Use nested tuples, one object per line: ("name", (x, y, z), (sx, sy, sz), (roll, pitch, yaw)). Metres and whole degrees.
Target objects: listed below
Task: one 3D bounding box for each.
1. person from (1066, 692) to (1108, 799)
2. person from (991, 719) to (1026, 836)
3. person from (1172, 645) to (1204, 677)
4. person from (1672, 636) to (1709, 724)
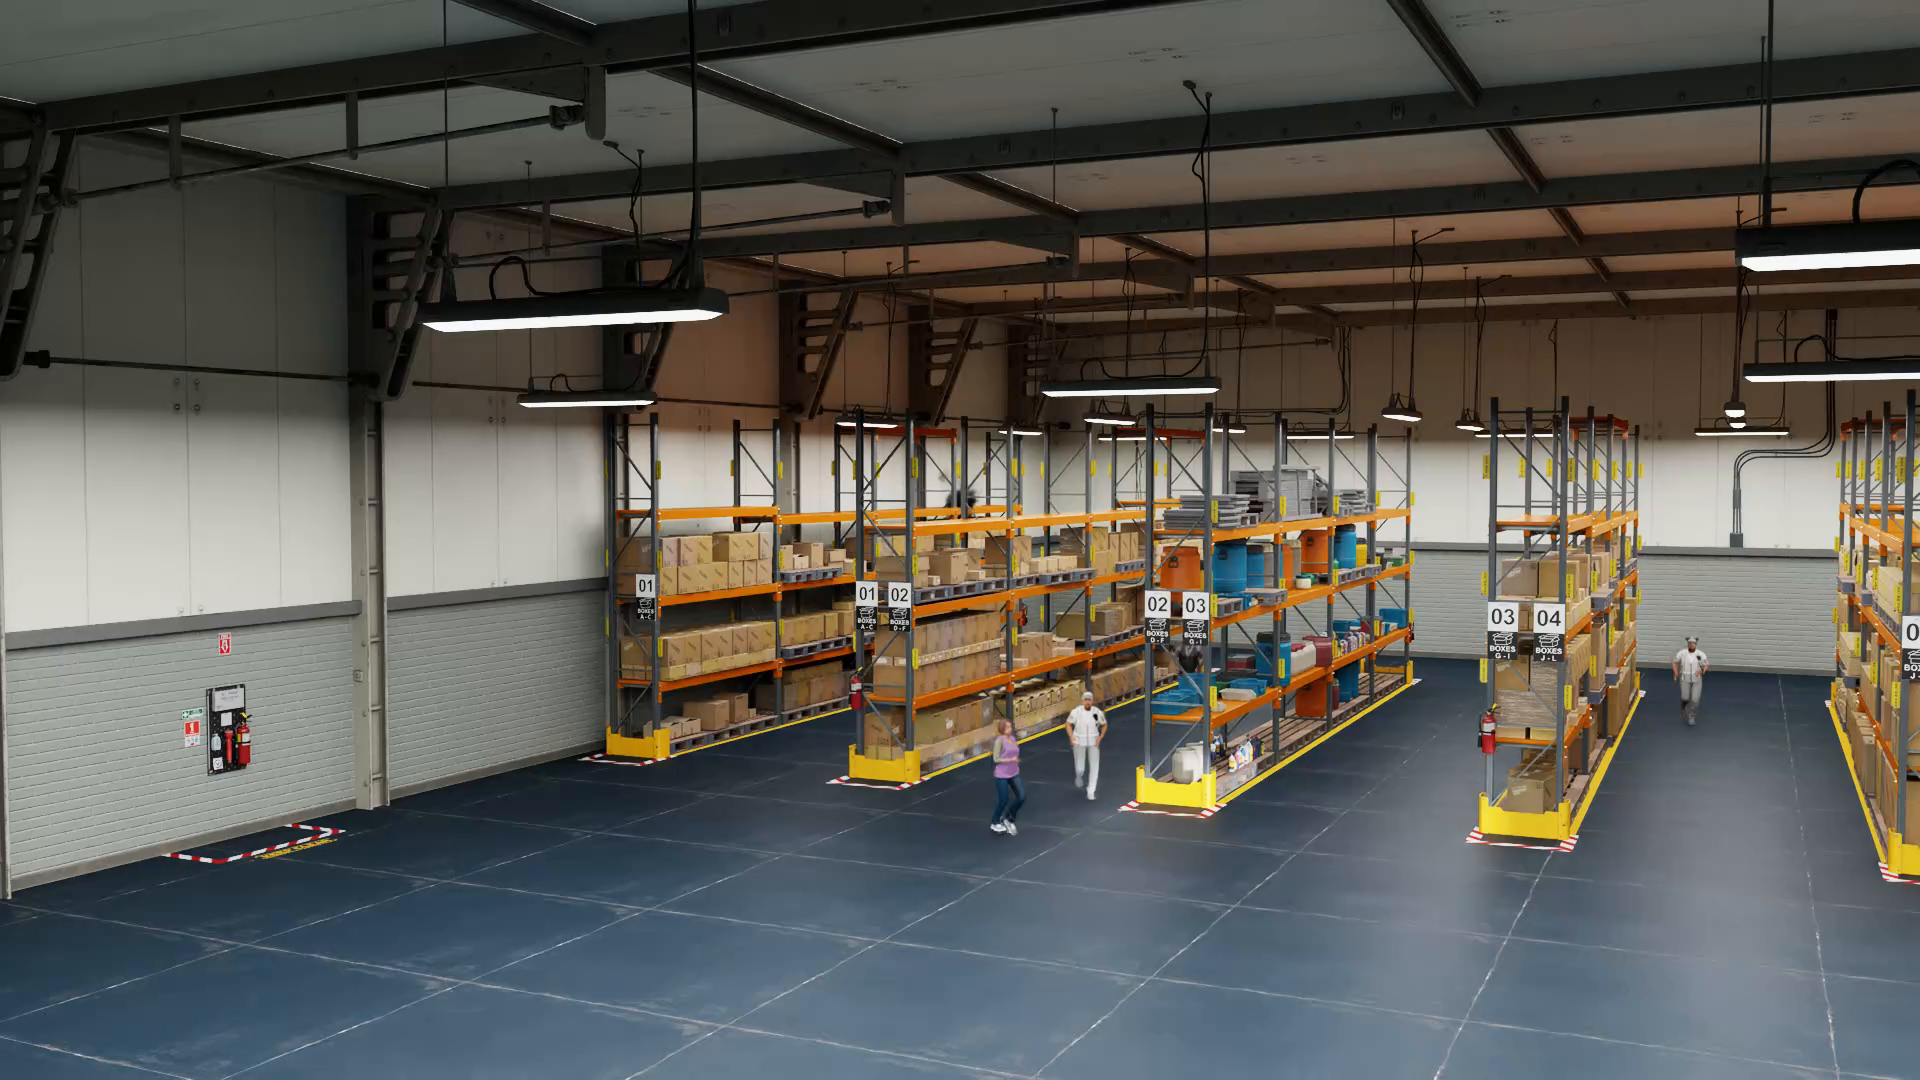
("person", (1.945, 3.133, 25.506), (0.645, 1.648, 0.554), (0, 2, -1))
("person", (0.666, 3.259, 22.732), (0.515, 1.583, 0.625), (-2, 3, -42))
("person", (4.641, 2.734, 33.770), (0.675, 1.688, 0.762), (1, 2, 12))
("person", (14.388, 2.756, 32.742), (0.657, 1.743, 0.590), (1, 3, 21))
